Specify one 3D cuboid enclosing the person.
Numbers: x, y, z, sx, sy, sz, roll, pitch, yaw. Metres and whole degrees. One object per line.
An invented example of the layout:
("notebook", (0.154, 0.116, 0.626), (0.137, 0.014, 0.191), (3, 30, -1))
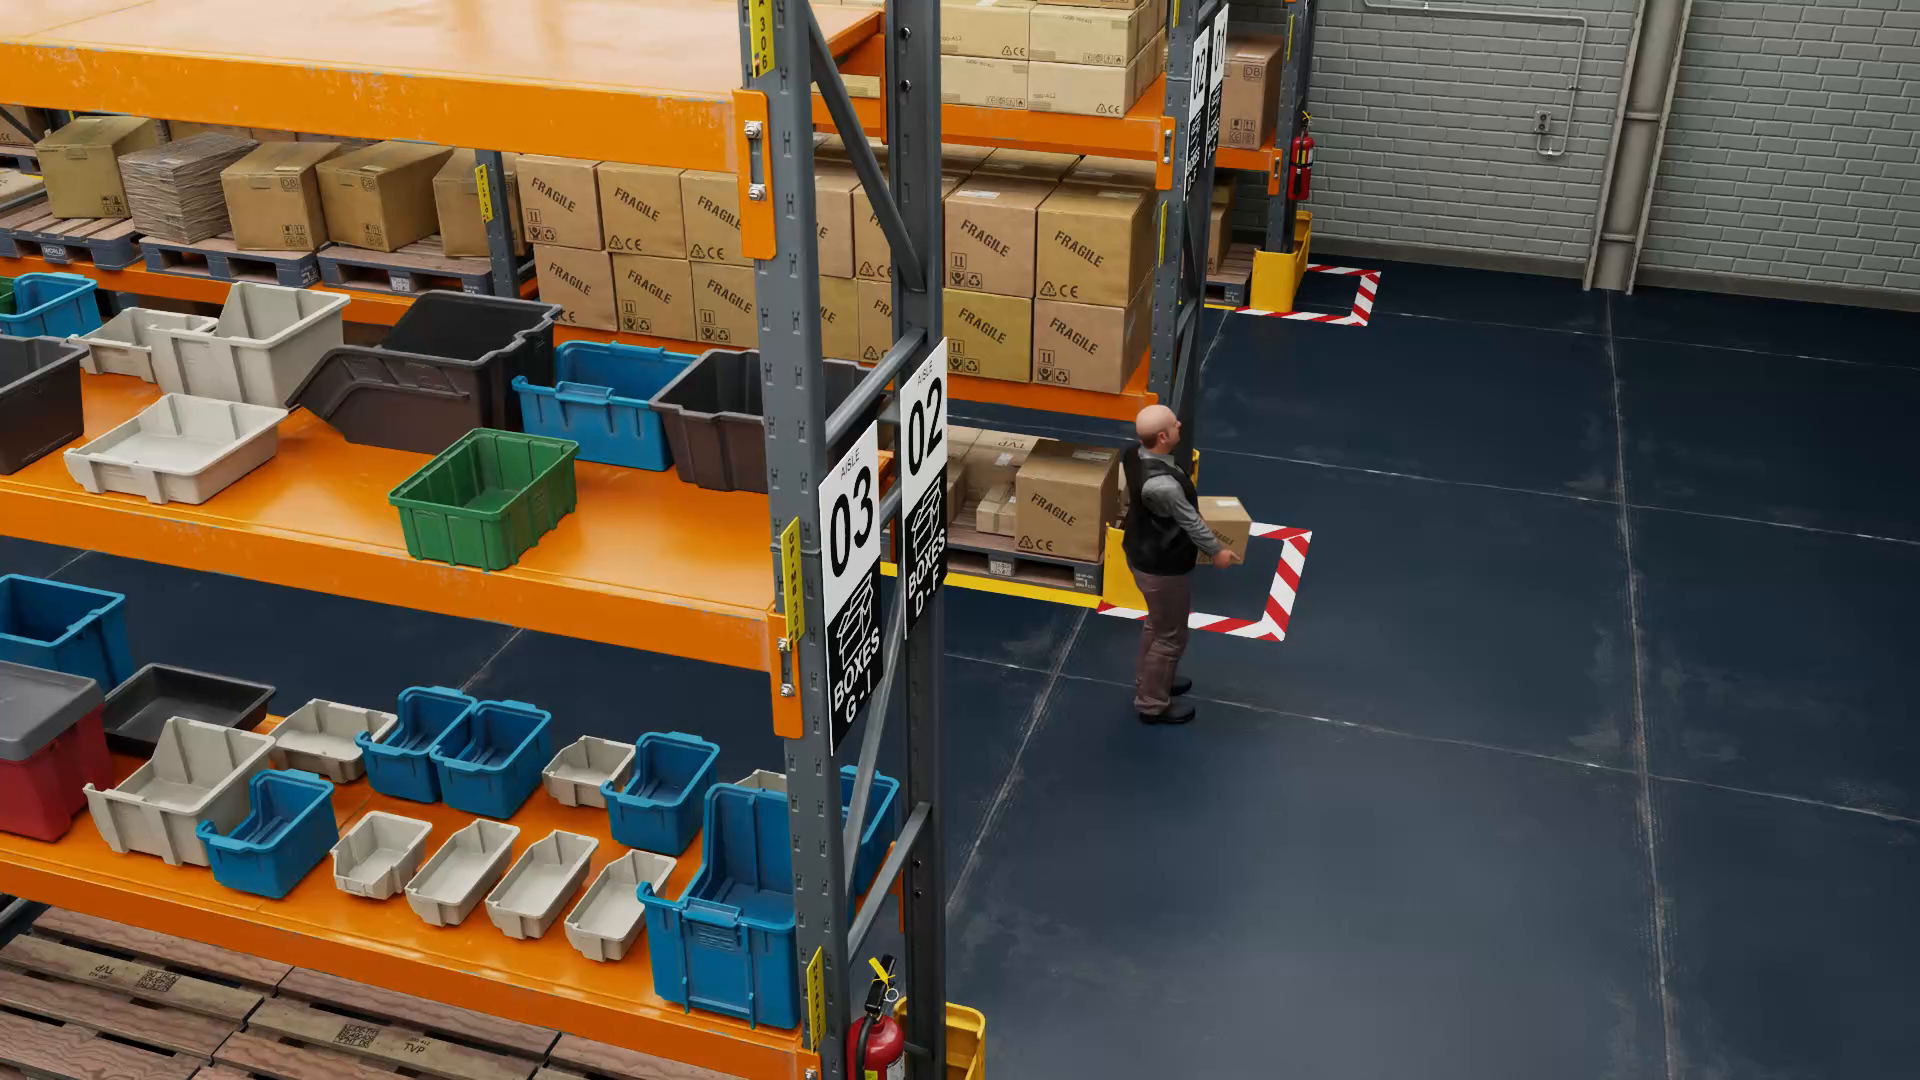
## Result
("person", (1.093, 0.103, 8.361), (0.543, 1.709, 0.494), (-5, 29, -8))
